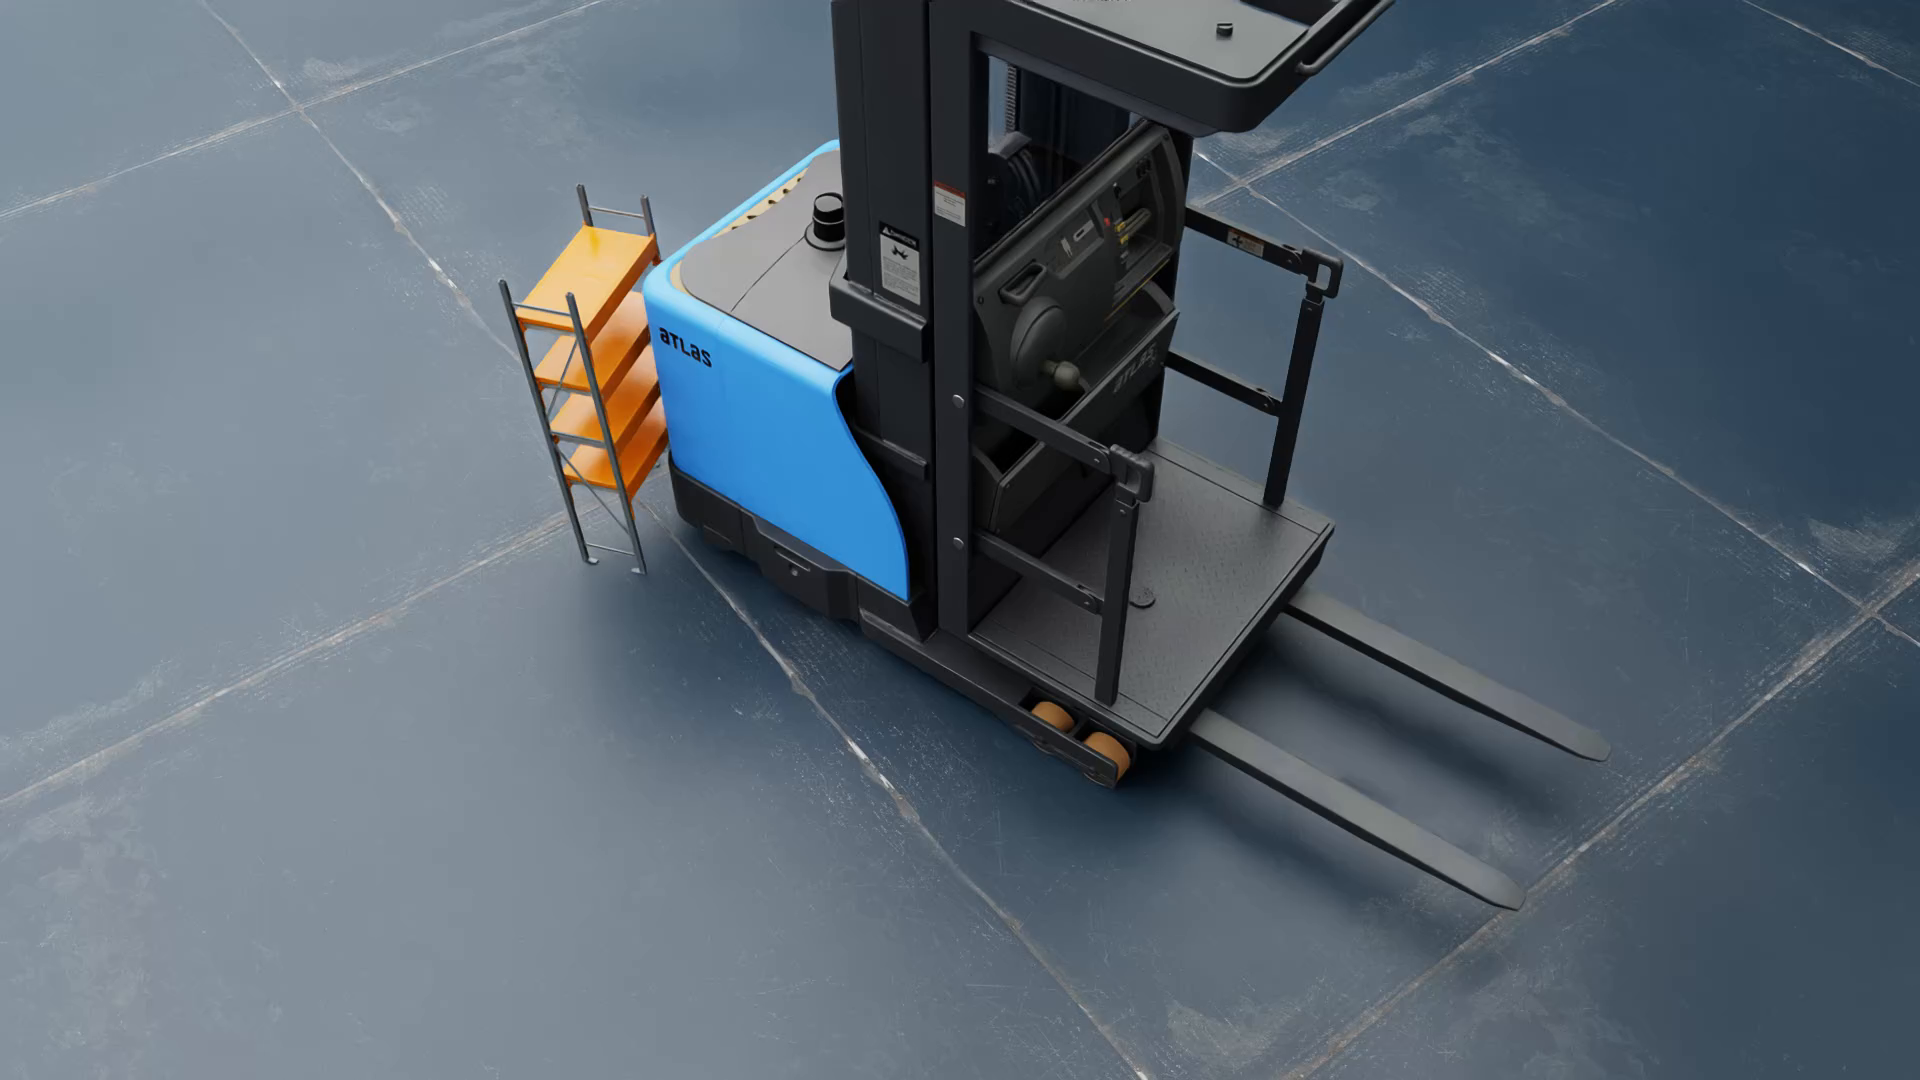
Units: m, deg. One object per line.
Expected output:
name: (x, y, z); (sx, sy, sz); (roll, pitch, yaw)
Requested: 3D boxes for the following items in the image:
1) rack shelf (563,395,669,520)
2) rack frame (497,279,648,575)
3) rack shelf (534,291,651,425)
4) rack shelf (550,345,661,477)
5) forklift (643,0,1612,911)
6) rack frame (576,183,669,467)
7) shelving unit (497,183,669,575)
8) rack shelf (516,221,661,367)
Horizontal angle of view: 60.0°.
rack shelf: (-1.111, -0.310, 5.572); (0.258, 0.148, 0.480); (12, 49, 14)
rack frame: (-1.198, -0.319, 5.222); (0.240, 1.200, 0.015); (12, 49, 14)
rack shelf: (-1.128, -0.597, 5.263); (0.258, 0.148, 0.480); (12, 49, 14)
rack shelf: (-1.119, -0.445, 5.427); (0.258, 0.148, 0.480); (12, 49, 14)
forklift: (0.505, -0.689, 4.397); (3.031, 2.935, 1.130); (29, 54, 24)
rack frame: (-1.044, -0.662, 5.533); (0.240, 1.200, 0.015); (12, 49, 14)
shelving unit: (-1.121, -0.491, 5.378); (0.258, 1.200, 0.503); (12, 49, 14)
rack shelf: (-1.137, -0.758, 5.090); (0.258, 0.148, 0.480); (12, 49, 14)
